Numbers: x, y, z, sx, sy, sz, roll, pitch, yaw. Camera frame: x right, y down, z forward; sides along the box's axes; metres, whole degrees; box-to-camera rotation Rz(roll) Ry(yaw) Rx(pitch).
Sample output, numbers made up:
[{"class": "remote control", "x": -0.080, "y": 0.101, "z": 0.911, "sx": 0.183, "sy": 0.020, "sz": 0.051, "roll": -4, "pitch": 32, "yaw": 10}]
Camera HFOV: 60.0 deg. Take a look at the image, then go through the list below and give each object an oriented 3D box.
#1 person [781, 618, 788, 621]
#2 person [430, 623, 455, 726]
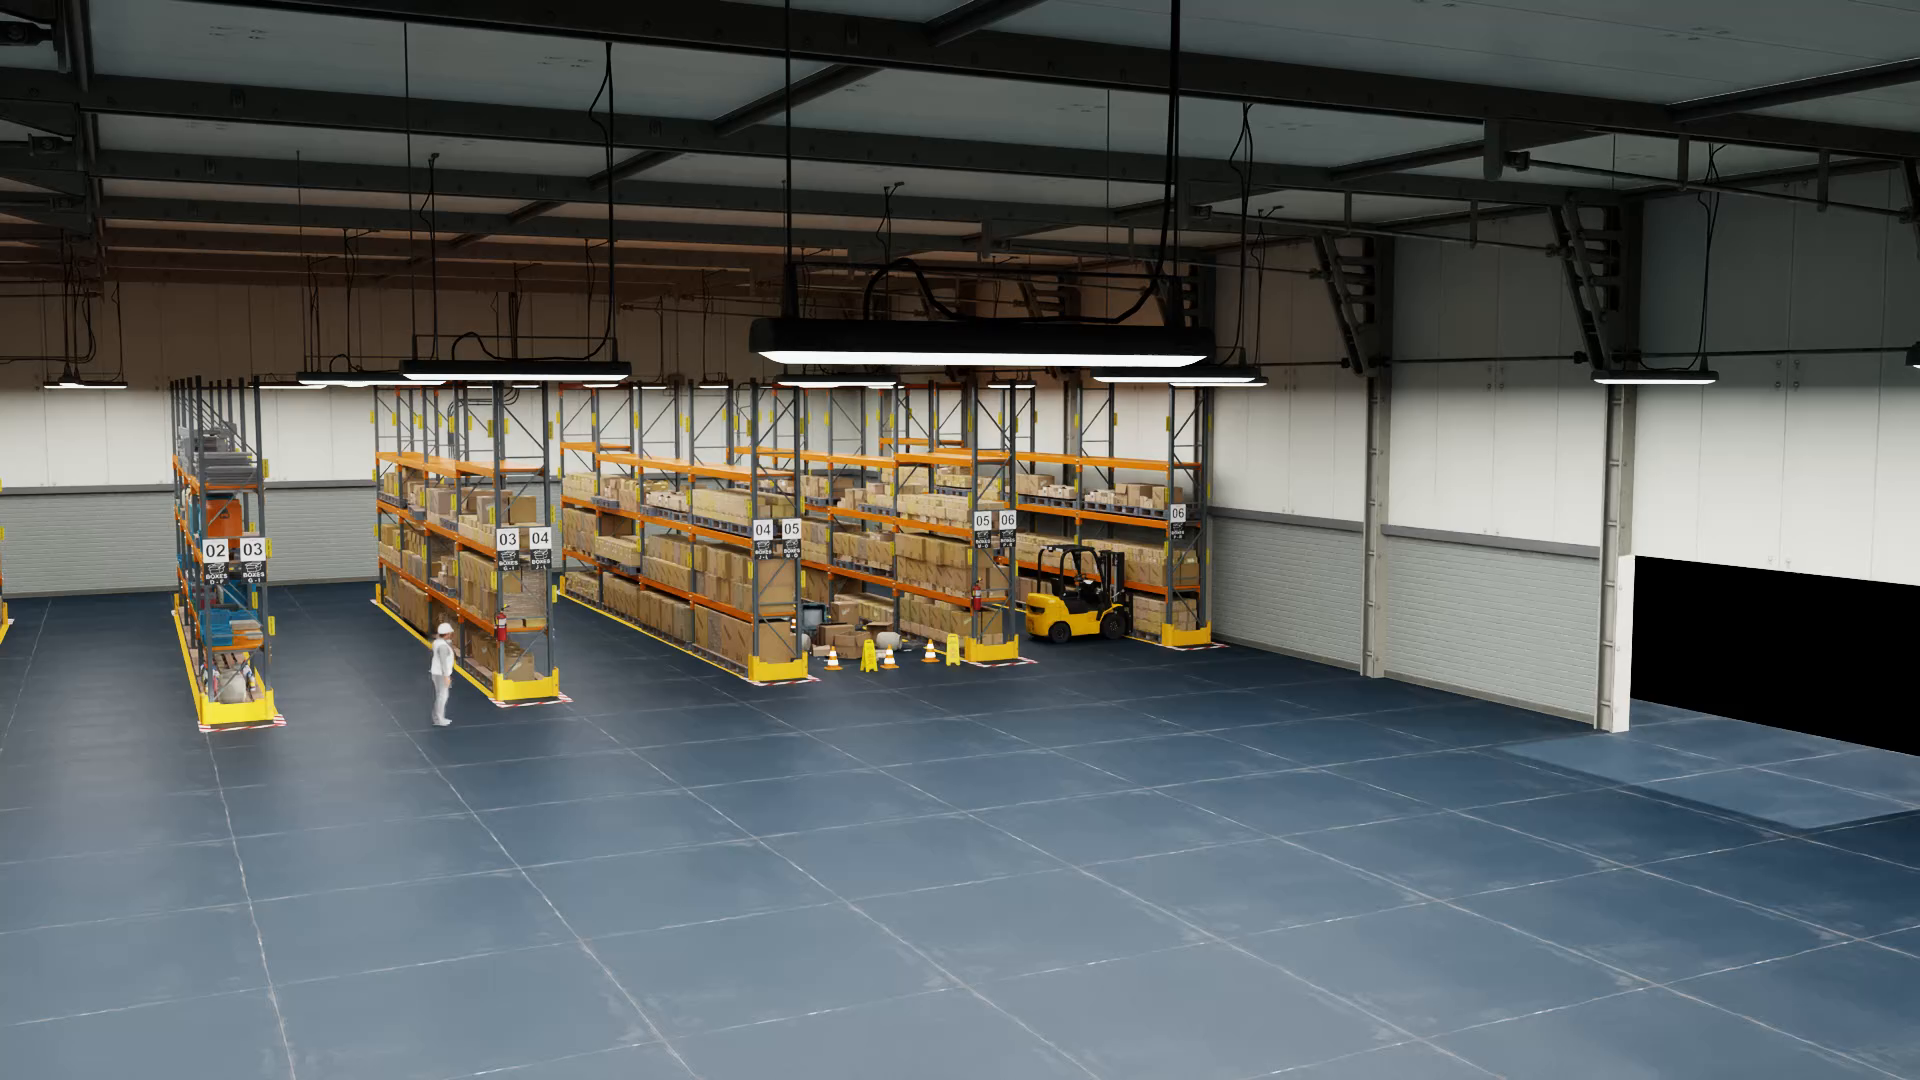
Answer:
[{"class": "person", "x": -4.362, "y": 1.271, "z": 40.224, "sx": 0.562, "sy": 1.786, "sz": 0.624, "roll": 0, "pitch": 5, "yaw": 3}, {"class": "person", "x": -8.885, "y": 2.302, "z": 28.569, "sx": 0.427, "sy": 1.769, "sz": 0.568, "roll": -1, "pitch": 5, "yaw": -16}]
